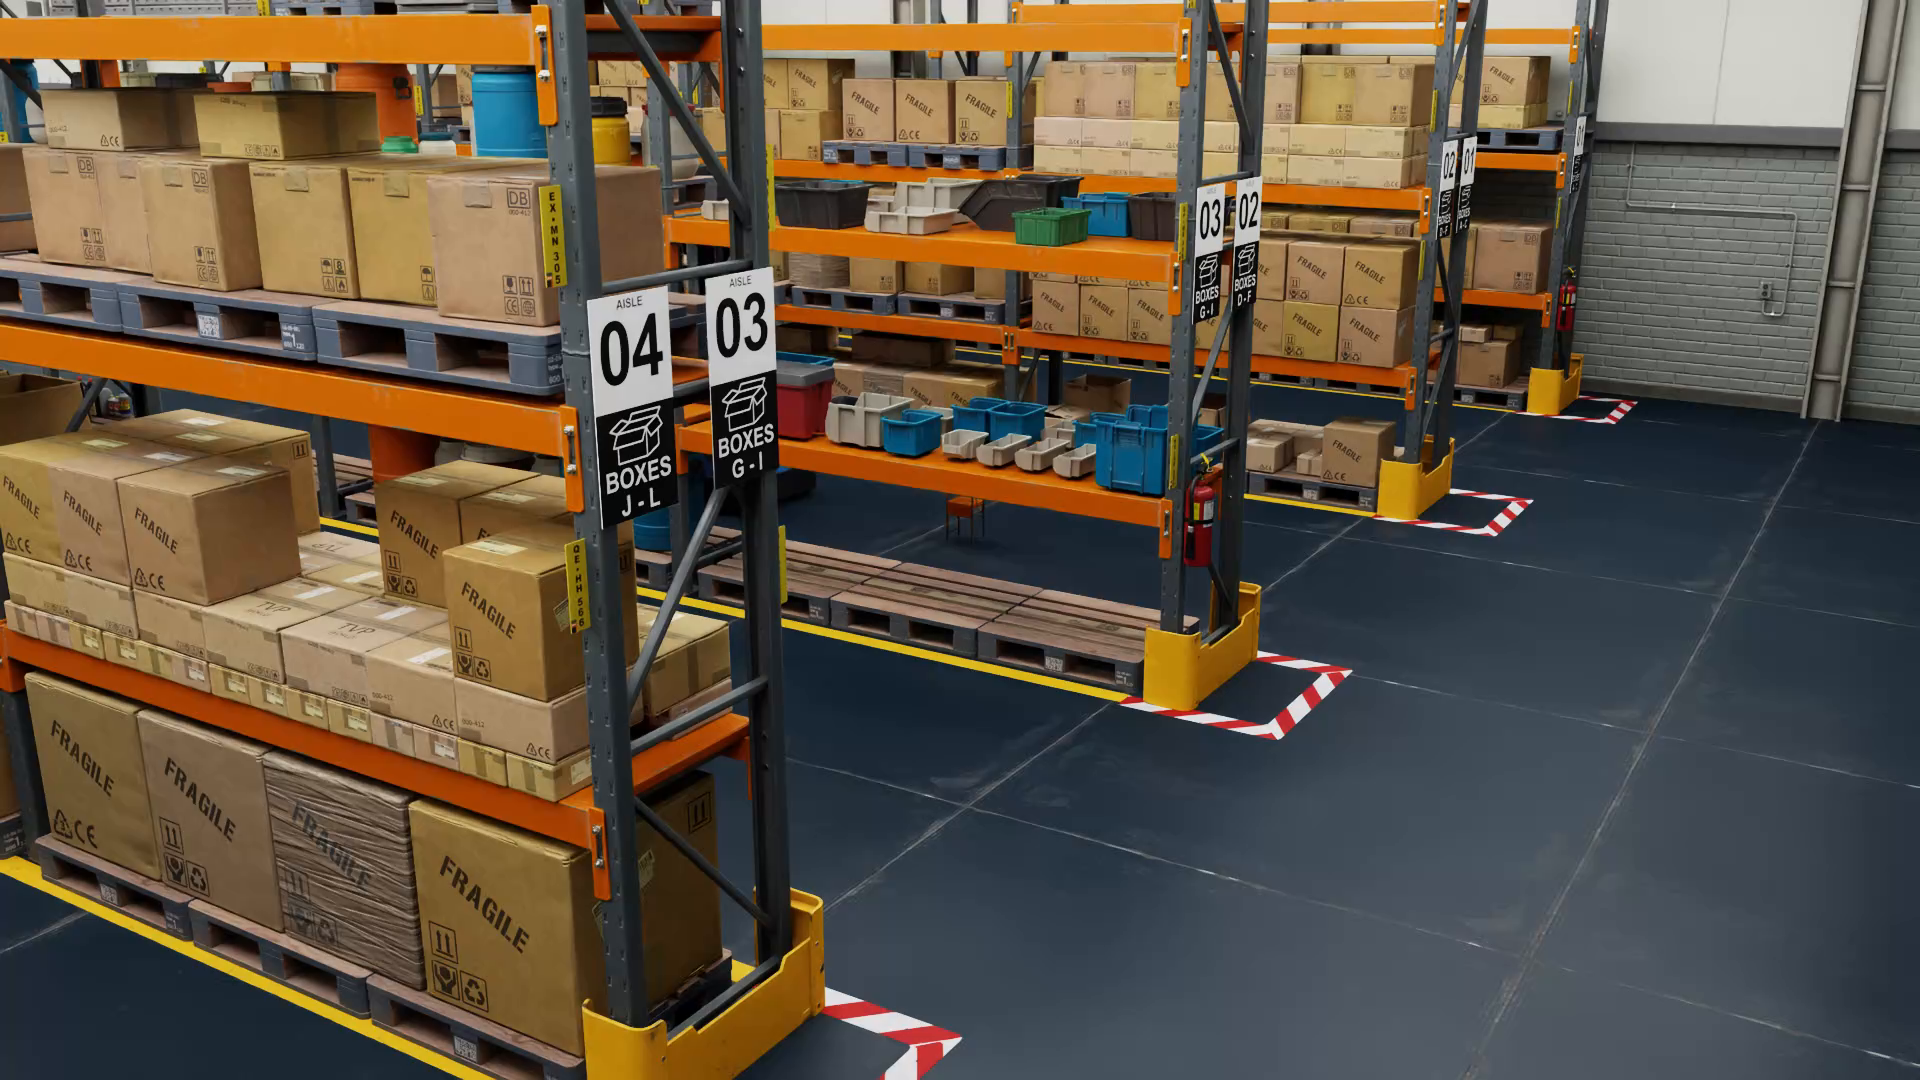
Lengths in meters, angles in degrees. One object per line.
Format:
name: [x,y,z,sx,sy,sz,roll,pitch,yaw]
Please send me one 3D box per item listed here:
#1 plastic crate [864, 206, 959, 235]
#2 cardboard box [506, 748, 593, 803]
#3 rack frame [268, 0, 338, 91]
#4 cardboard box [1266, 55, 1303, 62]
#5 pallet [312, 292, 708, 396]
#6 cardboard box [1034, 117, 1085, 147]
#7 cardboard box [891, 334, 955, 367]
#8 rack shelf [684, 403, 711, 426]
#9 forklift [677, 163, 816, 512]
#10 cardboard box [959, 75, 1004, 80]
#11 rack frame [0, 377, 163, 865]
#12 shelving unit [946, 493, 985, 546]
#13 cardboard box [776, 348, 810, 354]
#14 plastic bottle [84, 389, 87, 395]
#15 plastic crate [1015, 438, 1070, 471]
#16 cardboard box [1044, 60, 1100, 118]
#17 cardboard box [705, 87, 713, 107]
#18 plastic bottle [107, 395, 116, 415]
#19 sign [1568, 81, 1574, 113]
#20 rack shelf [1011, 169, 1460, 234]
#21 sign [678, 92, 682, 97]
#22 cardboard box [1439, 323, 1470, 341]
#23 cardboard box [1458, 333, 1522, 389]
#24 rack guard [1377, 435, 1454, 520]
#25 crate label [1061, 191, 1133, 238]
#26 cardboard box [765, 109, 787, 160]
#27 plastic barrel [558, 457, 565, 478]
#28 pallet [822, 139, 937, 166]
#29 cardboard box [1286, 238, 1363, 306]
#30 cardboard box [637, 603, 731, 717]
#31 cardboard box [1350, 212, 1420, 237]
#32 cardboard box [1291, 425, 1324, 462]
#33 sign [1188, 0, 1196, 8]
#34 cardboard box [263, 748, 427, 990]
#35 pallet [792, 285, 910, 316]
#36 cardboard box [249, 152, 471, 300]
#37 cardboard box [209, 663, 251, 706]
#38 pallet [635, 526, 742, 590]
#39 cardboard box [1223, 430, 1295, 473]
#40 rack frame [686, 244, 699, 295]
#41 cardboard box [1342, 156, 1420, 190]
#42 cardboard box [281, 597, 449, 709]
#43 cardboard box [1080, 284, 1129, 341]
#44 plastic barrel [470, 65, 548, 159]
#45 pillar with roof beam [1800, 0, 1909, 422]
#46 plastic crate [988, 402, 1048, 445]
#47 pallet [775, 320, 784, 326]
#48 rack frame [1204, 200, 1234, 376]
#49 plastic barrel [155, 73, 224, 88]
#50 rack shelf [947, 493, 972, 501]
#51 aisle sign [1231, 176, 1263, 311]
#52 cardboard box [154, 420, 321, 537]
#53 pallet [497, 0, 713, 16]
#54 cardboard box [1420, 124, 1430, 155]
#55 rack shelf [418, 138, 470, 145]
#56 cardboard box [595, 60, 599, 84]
plastic crate: [-0.331,-2.092,10.902,0.530,0.136,0.437,10,20,30]
cardboard box: [-1.508,0.844,6.375,0.250,0.149,0.380,11,20,31]
rack frame: [-5.257,-4.618,13.601,0.127,3.000,1.000,10,20,30]
cardboard box: [3.797,-5.386,19.363,0.500,0.500,0.500,10,20,30]
pallet: [-1.670,-0.807,6.368,1.213,0.211,1.003,10,20,30]
cardboard box: [1.031,-3.832,15.574,0.500,0.250,0.500,10,20,30]
cardboard box: [-0.390,-2.025,17.639,0.500,0.250,0.500,10,20,30]
rack shelf: [-3.553,-1.099,13.576,4.000,0.370,1.077,10,20,30]
forklift: [-2.832,-1.952,15.266,3.031,2.935,1.130,11,20,32]
cardboard box: [0.363,-5.837,21.845,0.500,0.500,0.700,8,19,26]
rack frame: [-4.441,0.088,8.432,0.127,3.000,1.000,10,20,30]
shelving unit: [0.046,-0.494,13.702,0.252,1.050,0.215,10,20,30]
cardboard box: [-1.742,-1.904,18.532,0.500,0.500,0.500,11,20,32]
plastic bottle: [-9.212,-1.489,17.422,0.185,0.351,0.144,10,20,30]
plastic crate: [0.531,-0.560,10.914,0.243,0.136,0.396,10,20,30]
cardboard box: [1.181,-4.262,15.699,0.500,0.500,0.700,10,20,30]
cardboard box: [-3.766,-6.439,24.551,0.500,0.500,0.500,11,20,32]
plastic bottle: [-8.881,-1.415,17.438,0.097,0.201,0.097,0,17,0]
sign: [6.449,-4.673,17.556,0.005,0.325,0.100,10,20,30]
rack shelf: [2.451,-3.152,15.174,4.000,0.370,1.077,10,20,30]
sign: [-2.959,-4.558,17.539,0.005,0.325,0.100,10,20,30]
cardboard box: [5.673,-2.394,19.065,0.250,0.149,0.380,11,20,32]
cardboard box: [6.096,-2.071,19.116,0.500,0.500,0.700,10,20,30]
rack guard: [4.091,-0.572,14.905,0.348,0.500,1.175,10,20,30]
crate label: [0.943,-2.115,10.778,0.502,0.251,0.408,10,20,30]
cardboard box: [-1.838,-4.321,17.613,0.500,0.500,0.910,10,20,30]
plastic barrel: [-2.907,-0.531,13.355,0.708,0.901,0.600,10,20,30]
pallet: [-0.657,-3.984,16.999,1.003,0.211,1.213,10,20,30]
cardboard box: [3.201,-2.359,14.595,0.500,0.500,0.500,11,20,32]
cardboard box: [-1.300,0.486,6.868,0.500,0.250,0.500,10,19,29]
cardboard box: [5.034,-3.429,19.493,0.700,0.700,0.980,9,19,27]
cardboard box: [3.414,-0.881,15.593,0.500,0.250,0.500,10,20,30]
sign: [1.286,-3.108,9.185,0.005,0.325,0.100,10,20,30]
cardboard box: [-2.395,1.296,7.387,0.875,0.875,0.875,10,20,30]
pallet: [-1.002,-2.587,17.568,1.213,0.211,1.003,10,20,30]
cardboard box: [-2.386,-1.284,6.719,0.500,0.500,0.700,9,19,26]
cardboard box: [-3.034,0.572,7.270,0.250,0.149,0.380,9,19,28]
pallet: [-2.484,0.068,13.296,1.213,0.211,1.003,10,20,30]
cardboard box: [2.769,-0.825,15.411,0.500,0.250,0.500,10,20,30]
rack frame: [-2.662,-2.974,18.510,0.127,3.000,1.000,10,20,30]
cardboard box: [3.580,-3.133,14.132,0.500,0.250,0.500,10,20,30]
cardboard box: [-2.450,0.463,6.943,0.500,0.250,0.500,9,19,28]
cardboard box: [1.477,-2.191,15.761,0.500,0.500,0.500,11,20,31]
plastic barrel: [-3.383,-3.237,12.630,0.708,0.901,0.600,10,20,30]
pillar with roof beam: [7.245,-4.592,13.516,0.400,9.000,9.100,10,20,30]
plastic crate: [0.400,-0.799,11.534,0.300,0.233,0.416,10,20,30]
pallet: [-2.817,-3.357,24.570,1.213,0.211,1.003,10,20,30]
rack frame: [3.336,-3.593,20.548,0.127,3.000,1.000,10,20,30]
plastic barrel: [-7.004,-3.808,15.234,0.708,0.901,0.600,10,20,30]
rack shelf: [0.046,-0.484,13.705,0.240,0.259,0.215,10,20,30]
aisle sign: [1.777,-1.837,10.295,0.004,0.787,0.394,10,20,30]
cardboard box: [-3.484,-0.261,8.035,0.500,0.500,0.500,10,20,31]
pallet: [-2.570,-3.846,12.073,1.213,0.211,1.003,10,20,30]
cardboard box: [3.854,-3.502,14.486,0.500,0.250,0.500,10,20,30]
rack shelf: [-7.774,-4.977,21.183,4.000,0.370,1.077,10,20,30]
cardboard box: [-5.915,-7.308,25.691,0.500,0.500,0.500,12,20,33]
